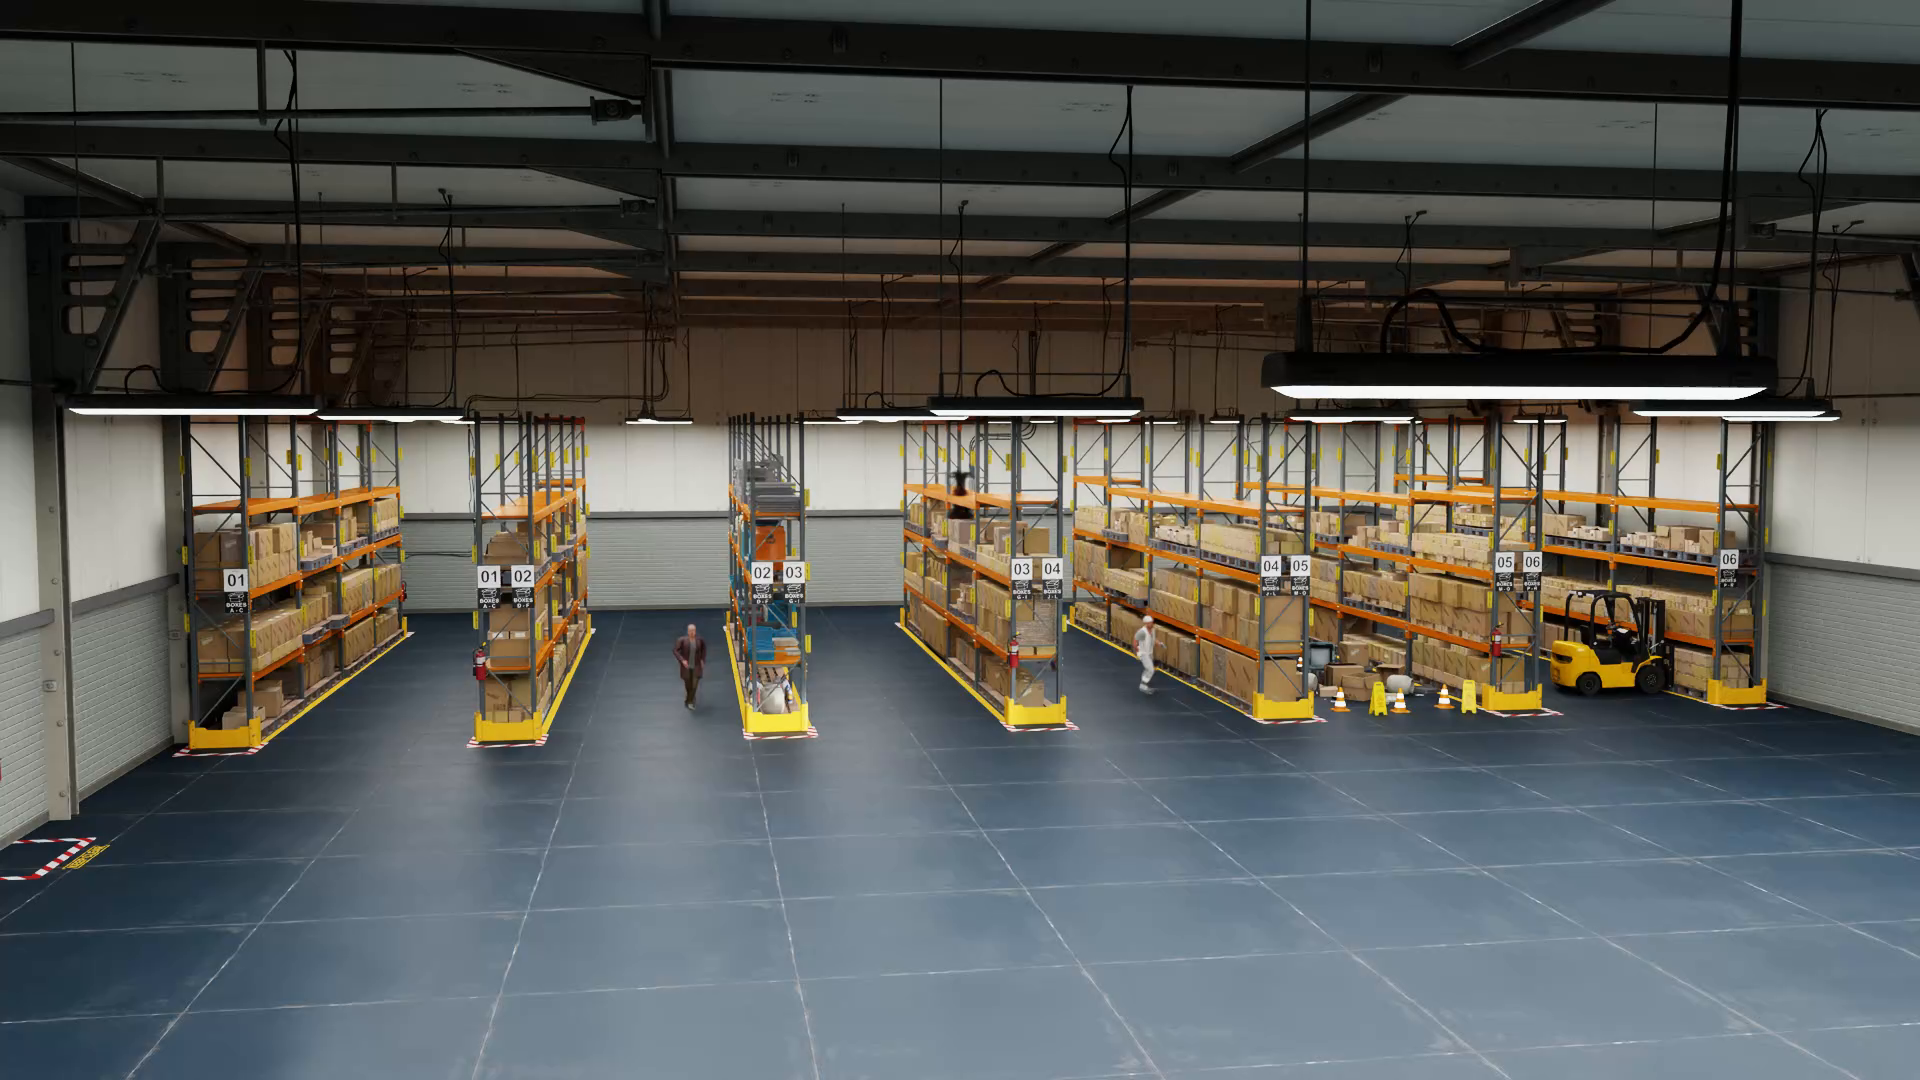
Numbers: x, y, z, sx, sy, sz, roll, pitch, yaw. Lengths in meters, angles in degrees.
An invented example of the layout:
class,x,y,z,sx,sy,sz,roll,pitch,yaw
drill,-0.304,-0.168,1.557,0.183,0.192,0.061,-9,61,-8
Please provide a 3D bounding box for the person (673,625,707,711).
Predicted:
class,x,y,z,sx,sy,sz,roll,pitch,yaw
person,-5.499,2.569,33.860,0.695,1.736,0.708,-1,4,-14

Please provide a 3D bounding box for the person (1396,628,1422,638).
class,x,y,z,sx,sy,sz,roll,pitch,yaw
person,12.153,1.780,44.937,0.659,1.750,0.926,-2,4,-25

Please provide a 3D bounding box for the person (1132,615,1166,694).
class,x,y,z,sx,sy,sz,roll,pitch,yaw
person,4.048,2.456,35.751,0.745,1.710,0.702,3,5,40

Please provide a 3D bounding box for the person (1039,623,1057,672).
class,x,y,z,sx,sy,sz,roll,pitch,yaw
person,2.121,2.282,39.366,0.630,1.618,0.956,-2,4,-23
